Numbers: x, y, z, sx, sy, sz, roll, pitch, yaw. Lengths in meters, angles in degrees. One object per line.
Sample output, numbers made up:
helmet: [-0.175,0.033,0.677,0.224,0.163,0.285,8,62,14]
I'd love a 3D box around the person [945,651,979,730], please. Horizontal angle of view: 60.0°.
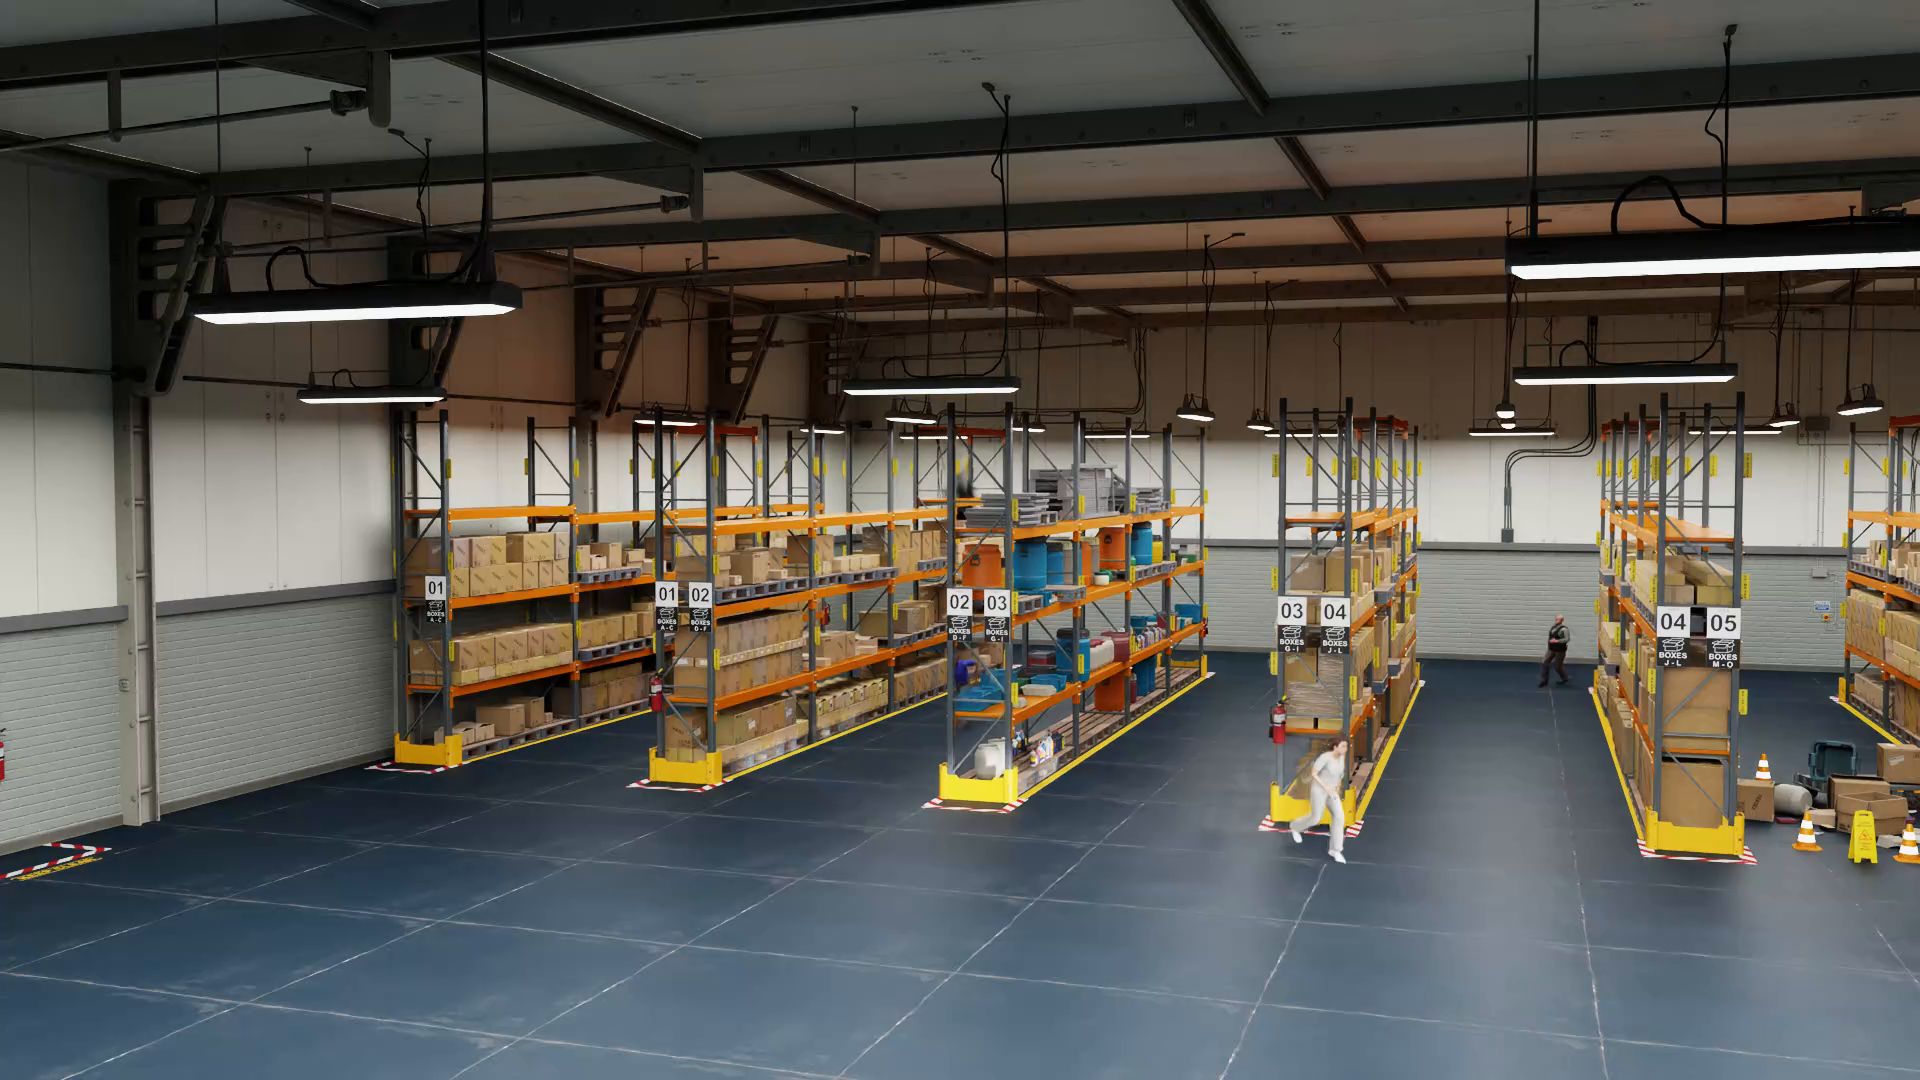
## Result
person: [0.055,2.889,32.005,0.611,1.545,0.947,1,3,23]

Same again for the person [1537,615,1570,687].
person: [13.715,2.568,38.025,0.766,1.745,0.730,-1,3,-20]

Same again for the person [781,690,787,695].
person: [-3.662,2.657,34.113,0.673,1.843,0.901,1,3,14]

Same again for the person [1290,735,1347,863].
person: [4.663,3.294,21.552,0.590,1.625,0.990,-2,3,-39]
